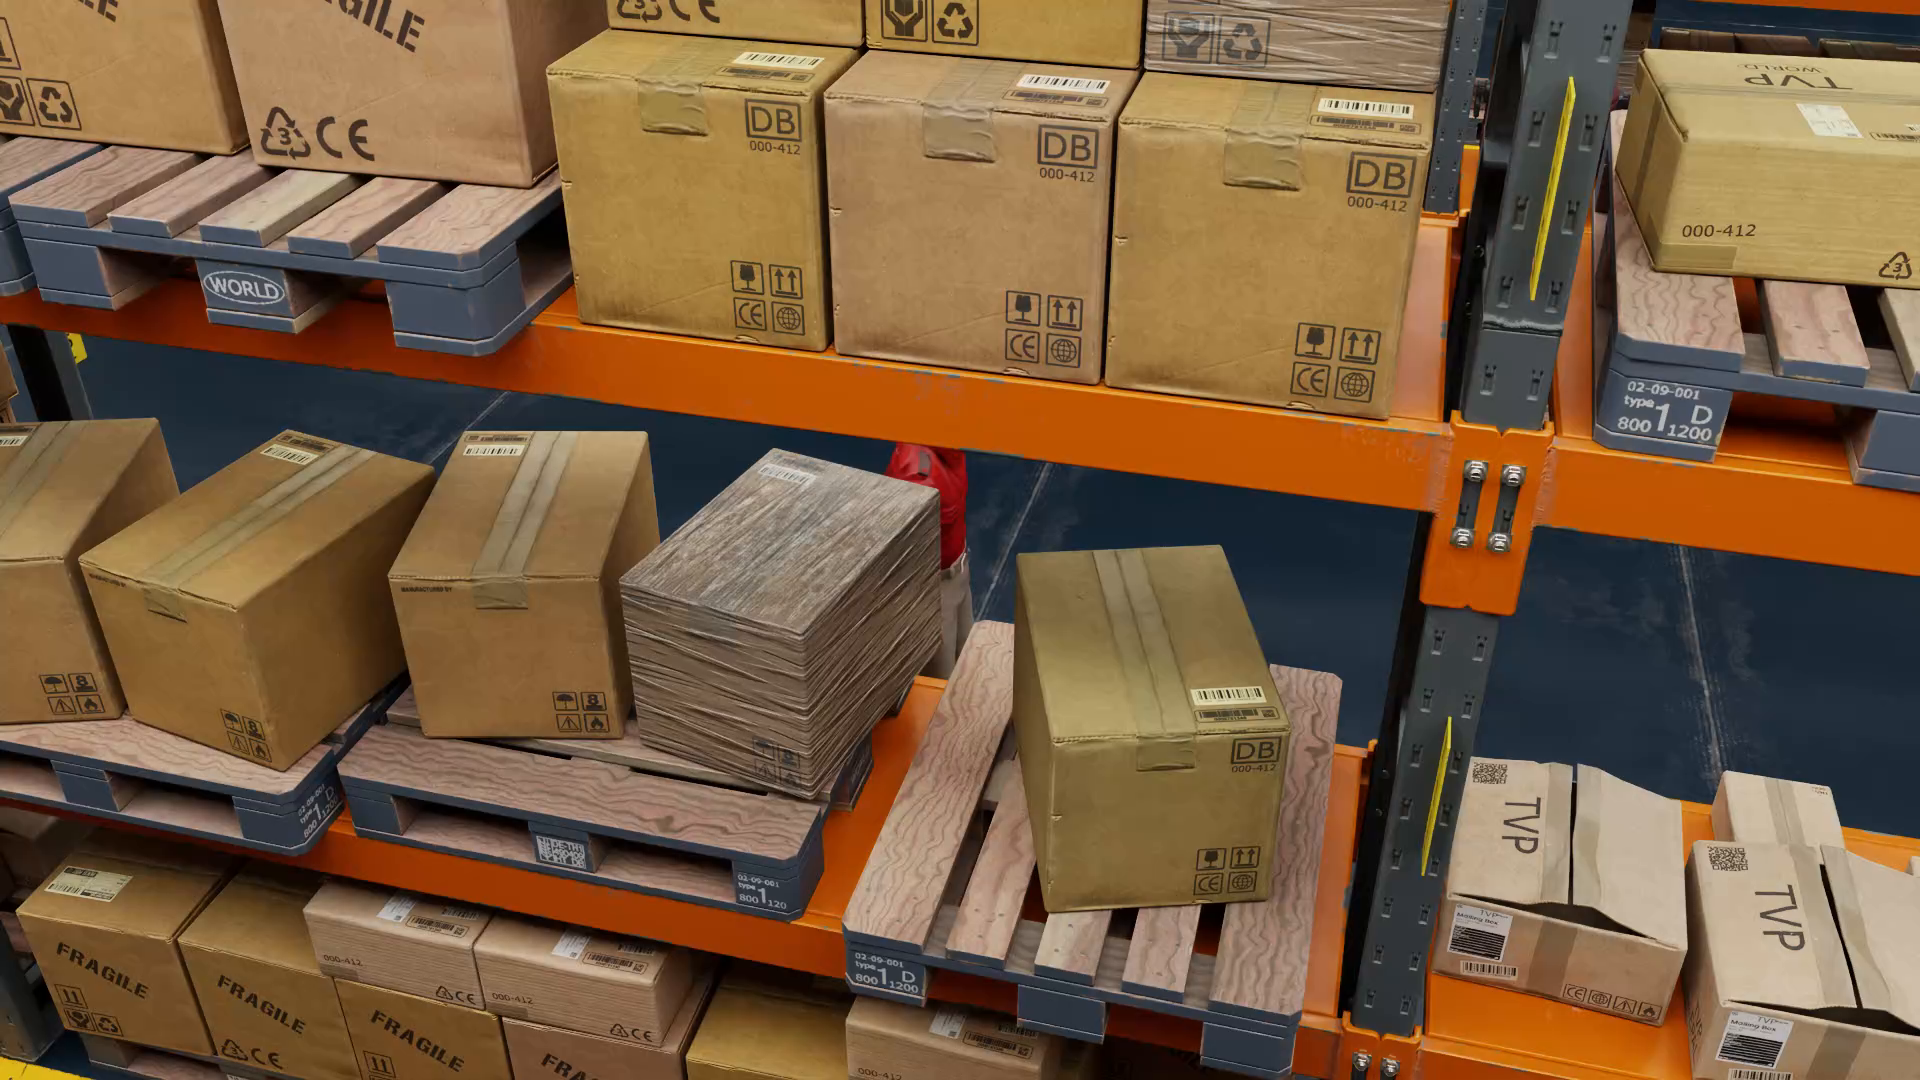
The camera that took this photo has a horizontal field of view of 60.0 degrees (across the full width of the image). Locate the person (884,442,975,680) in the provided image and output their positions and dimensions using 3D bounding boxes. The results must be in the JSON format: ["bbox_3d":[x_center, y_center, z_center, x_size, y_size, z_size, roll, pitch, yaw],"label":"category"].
[{"bbox_3d":[-0.093,0.173,5.882,0.393,1.725,0.590,7,33,11],"label":"person"}]
